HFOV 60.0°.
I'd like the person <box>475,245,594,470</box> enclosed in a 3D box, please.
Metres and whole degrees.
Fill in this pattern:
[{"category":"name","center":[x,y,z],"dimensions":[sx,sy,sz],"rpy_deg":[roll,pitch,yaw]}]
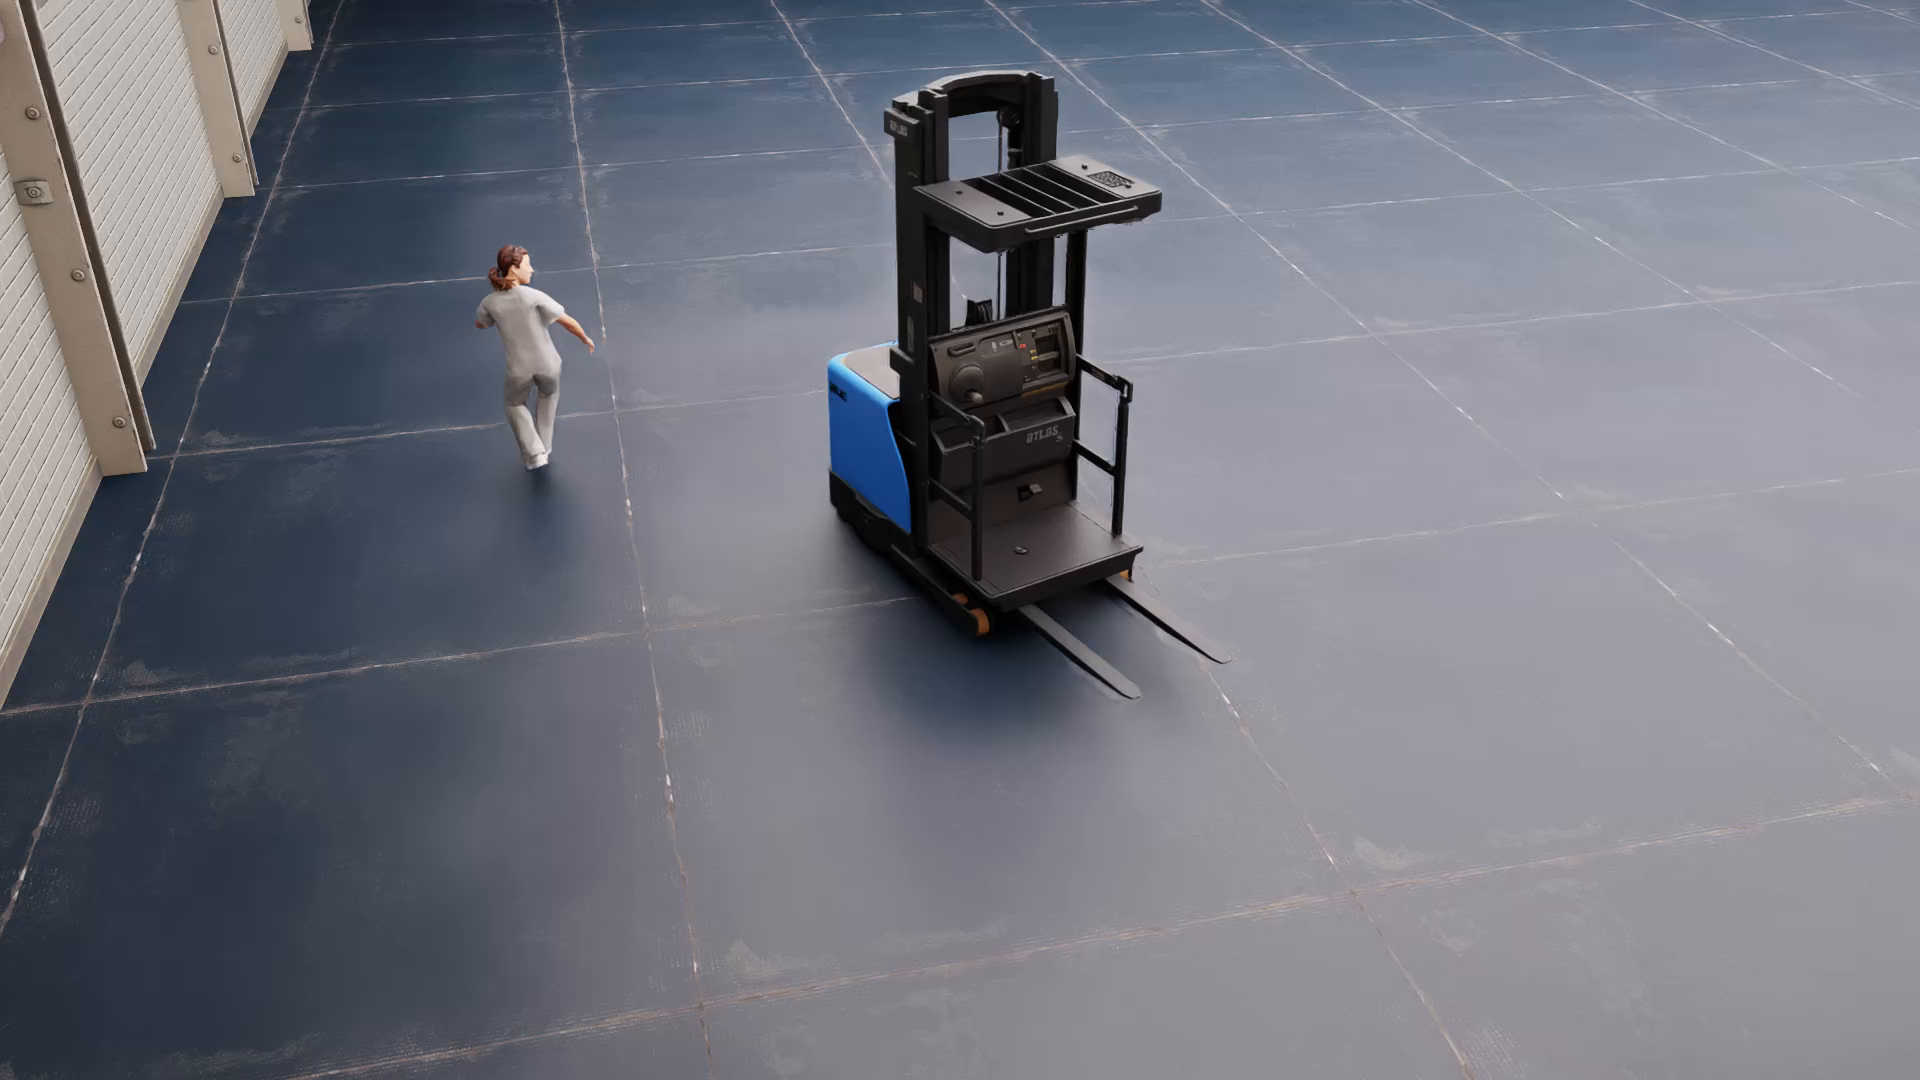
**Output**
[{"category":"person","center":[-2.815,-1.225,11.072],"dimensions":[0.753,1.551,0.764],"rpy_deg":[-5,30,-8]}]

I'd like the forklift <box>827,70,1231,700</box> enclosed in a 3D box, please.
[{"category":"forklift","center":[0.368,-0.980,9.267],"dimensions":[1.130,2.935,3.031],"rpy_deg":[-18,34,-28]}]
